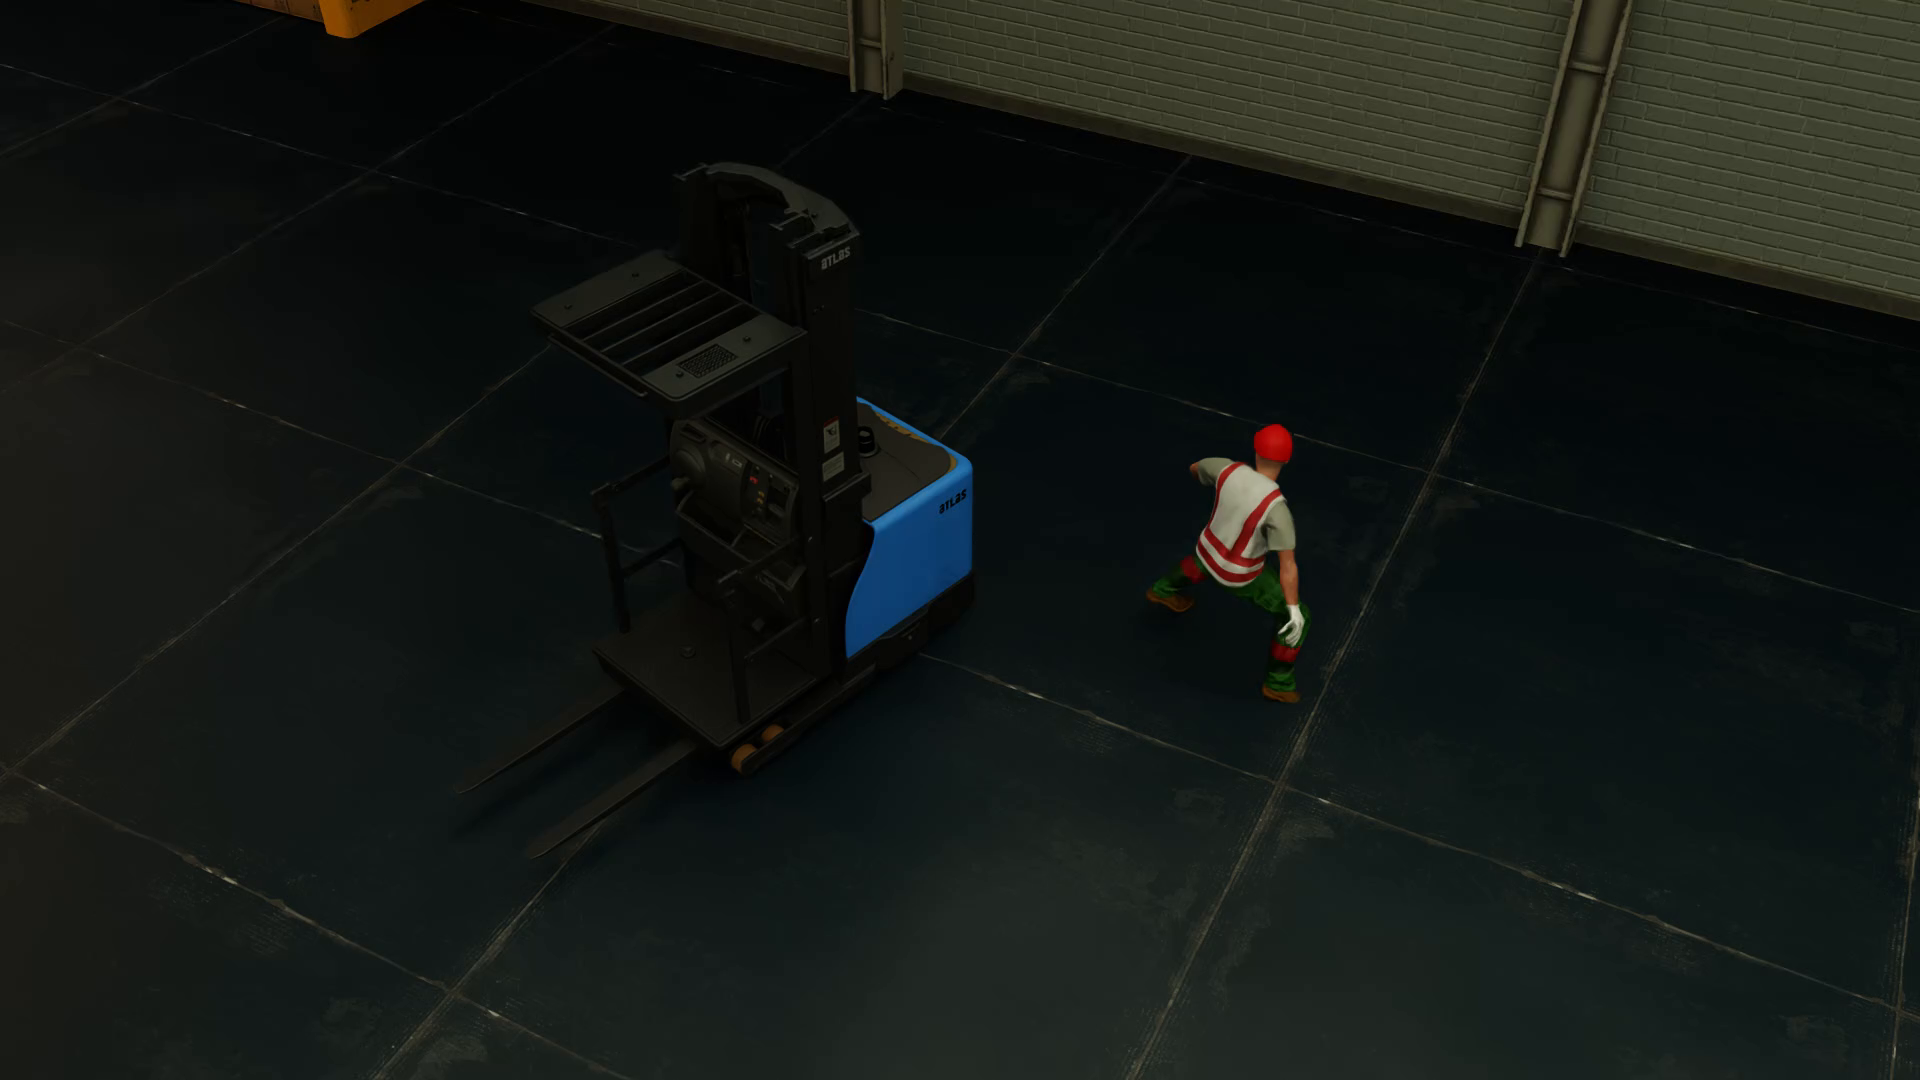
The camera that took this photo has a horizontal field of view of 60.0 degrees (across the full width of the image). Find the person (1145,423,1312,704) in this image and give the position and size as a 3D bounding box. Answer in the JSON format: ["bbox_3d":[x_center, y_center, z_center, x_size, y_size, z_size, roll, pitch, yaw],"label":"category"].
[{"bbox_3d":[1.557,0.128,8.908,0.527,1.674,1.205,-18,43,-20],"label":"person"}]

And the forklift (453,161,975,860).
[{"bbox_3d":[-1.291,-0.254,8.288,1.130,2.935,3.031,31,49,32],"label":"forklift"}]
